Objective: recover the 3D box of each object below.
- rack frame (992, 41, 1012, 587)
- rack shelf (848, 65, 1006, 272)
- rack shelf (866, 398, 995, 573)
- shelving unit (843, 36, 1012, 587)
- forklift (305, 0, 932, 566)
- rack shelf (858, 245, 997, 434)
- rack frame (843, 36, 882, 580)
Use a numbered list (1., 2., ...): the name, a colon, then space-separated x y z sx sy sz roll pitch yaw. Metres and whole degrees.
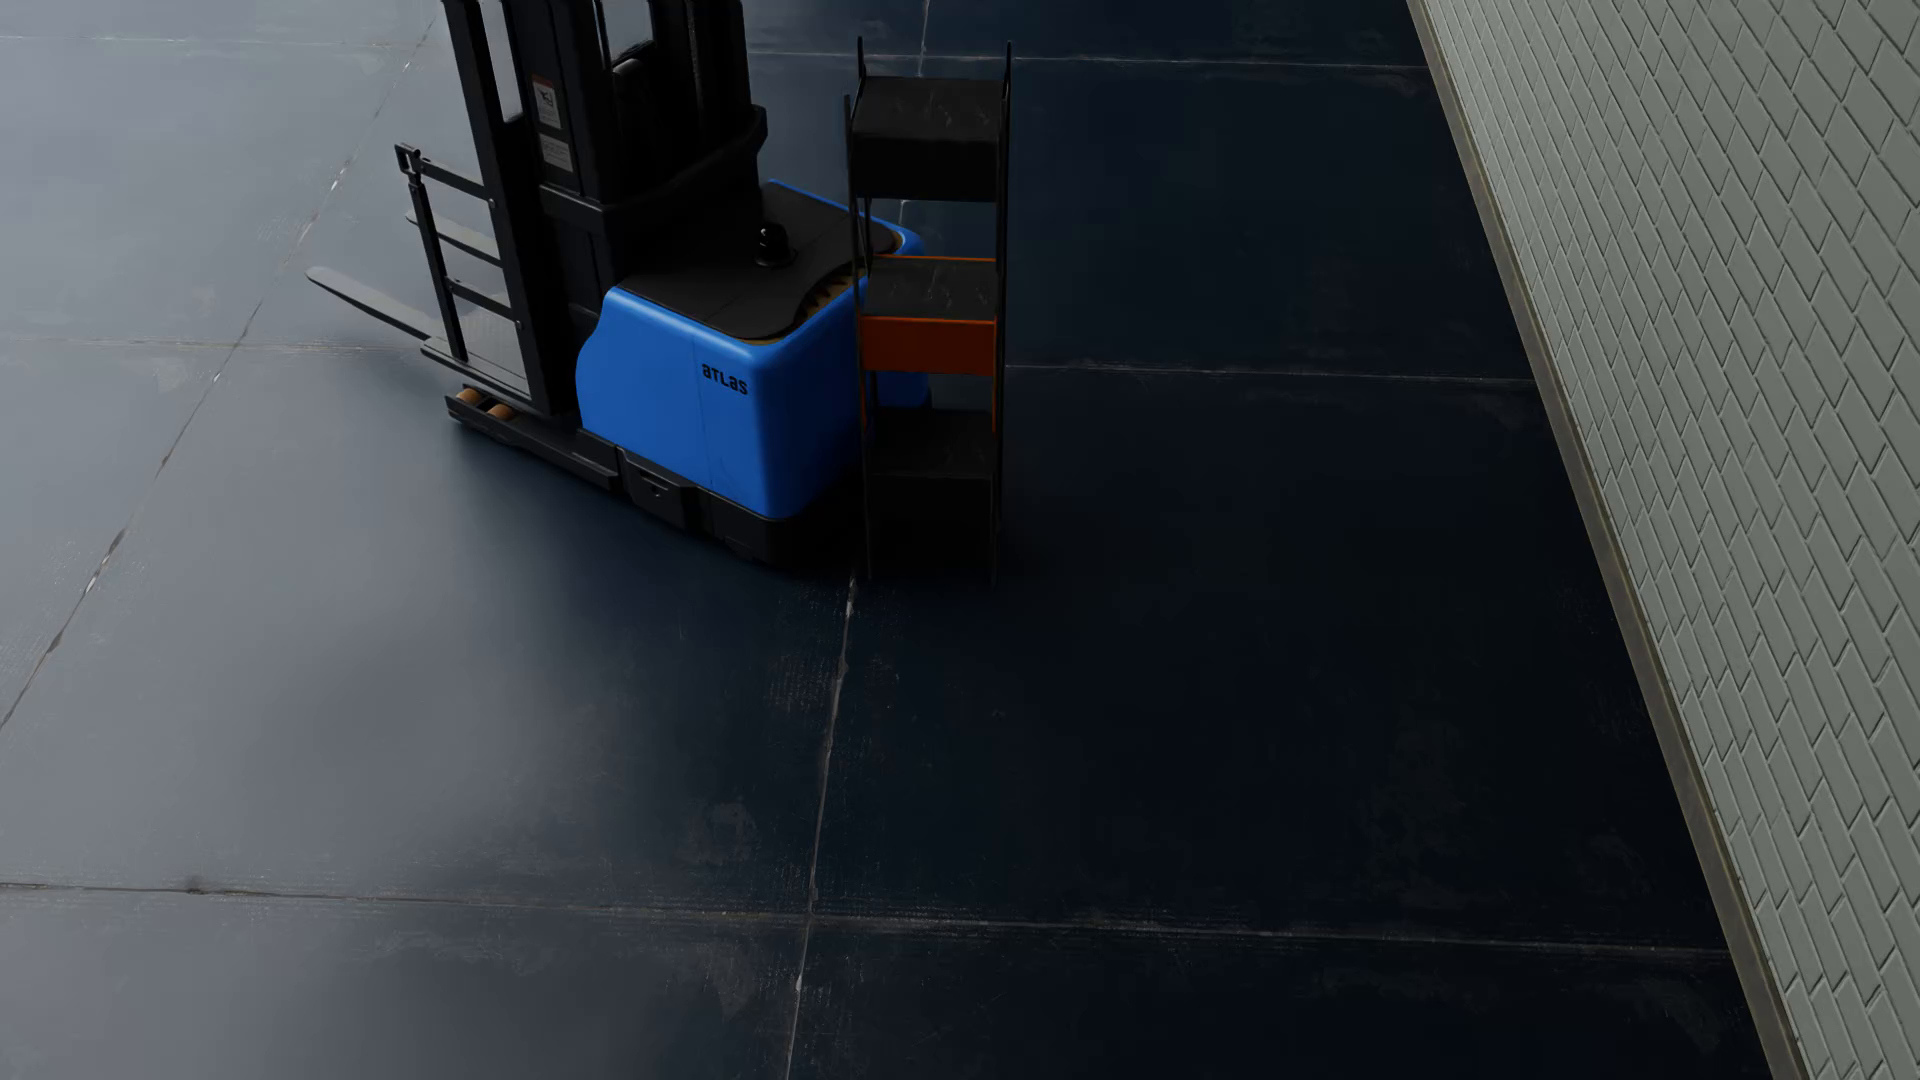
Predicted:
1. rack frame: 0.147 -0.721 5.984 0.015 2.100 0.400 3 43 3
2. rack shelf: -0.097 -1.236 5.529 0.480 0.518 0.431 3 43 3
3. rack shelf: -0.097 -0.211 6.483 0.480 0.518 0.431 3 43 3
4. shelving unit: -0.097 -0.733 5.997 0.503 2.100 0.431 3 43 3
5. forklift: -1.624 -1.764 6.493 3.031 2.935 1.130 25 48 24
6. rack shelf: -0.097 -0.723 6.006 0.480 0.518 0.431 3 43 3
7. rack frame: -0.340 -0.746 6.010 0.015 2.100 0.400 3 43 3
